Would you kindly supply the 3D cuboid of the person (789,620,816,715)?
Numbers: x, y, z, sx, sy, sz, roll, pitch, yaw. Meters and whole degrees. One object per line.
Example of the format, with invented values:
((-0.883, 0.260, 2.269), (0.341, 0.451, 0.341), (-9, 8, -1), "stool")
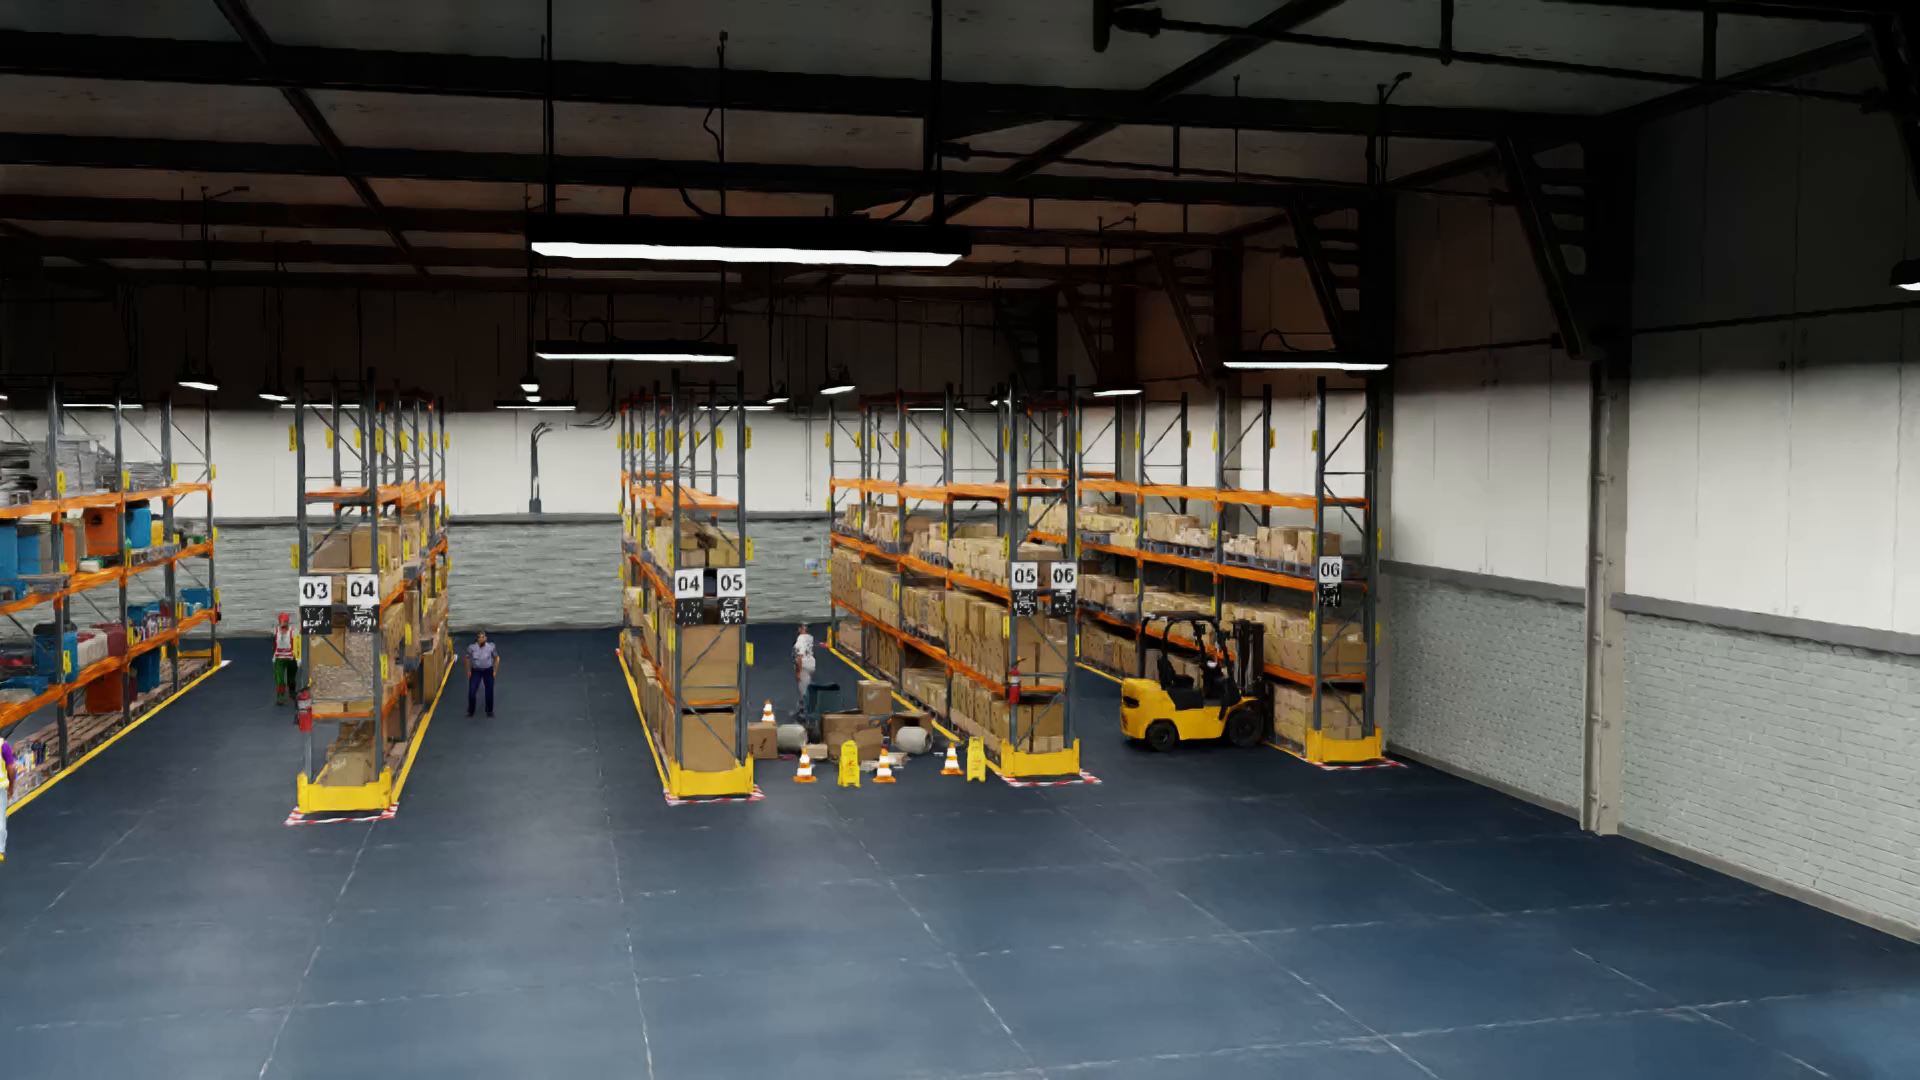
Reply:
((-2.868, 2.326, 29.964), (0.505, 1.759, 0.588), (1, 4, 15), "person")

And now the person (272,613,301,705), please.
((-12.845, 2.243, 31.701), (0.567, 1.736, 1.044), (-1, 4, -15), "person")

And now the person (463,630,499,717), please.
((-8.662, 2.417, 30.105), (0.625, 1.596, 0.517), (-1, 4, -16), "person")

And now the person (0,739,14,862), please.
((-11.600, 2.958, 19.798), (0.571, 1.707, 1.035), (-1, 4, -22), "person")
